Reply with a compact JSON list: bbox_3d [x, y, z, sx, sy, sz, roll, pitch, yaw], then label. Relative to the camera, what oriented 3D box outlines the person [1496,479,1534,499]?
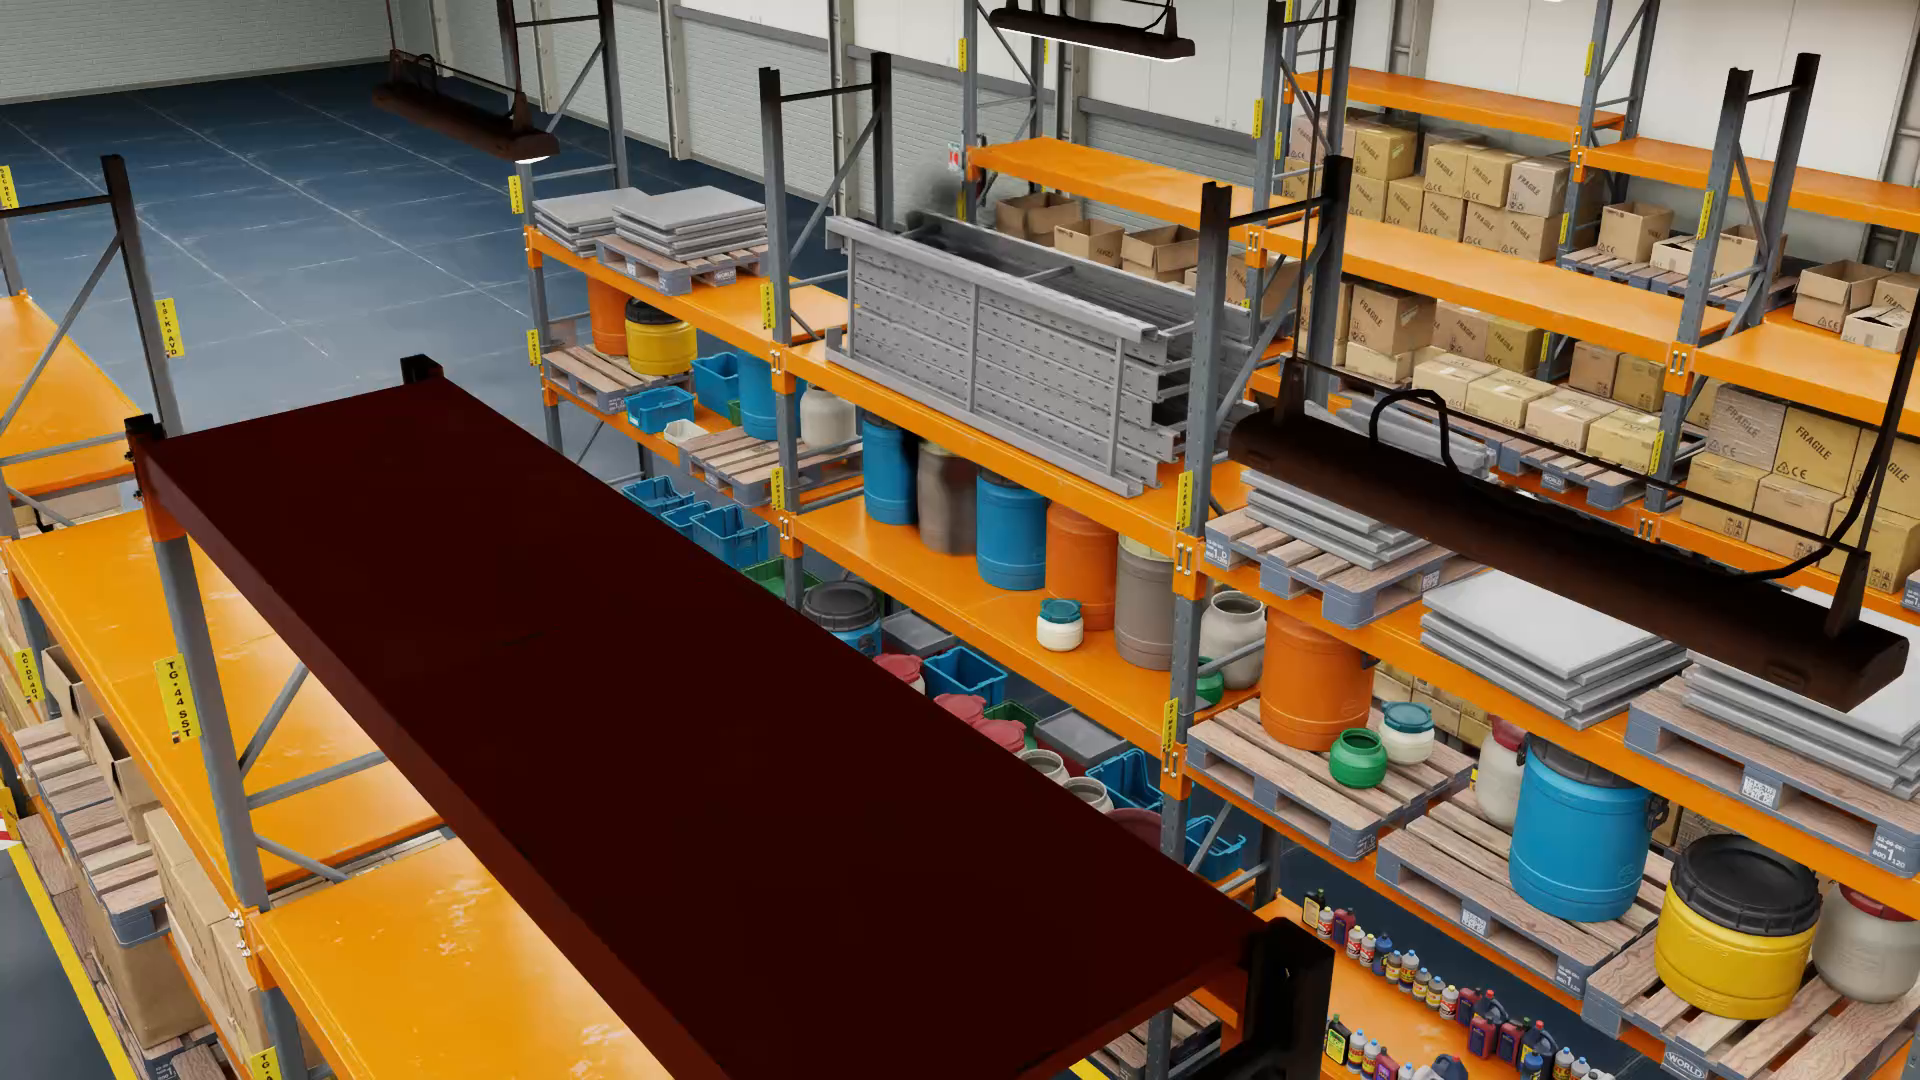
[{"bbox_3d":[5.187,0.124,16.020,0.726,1.747,0.633,-21,33,-36],"label":"person"}]

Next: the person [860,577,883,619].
[{"bbox_3d":[-0.715,0.359,15.515,0.780,1.748,0.663,22,33,37],"label":"person"}]
